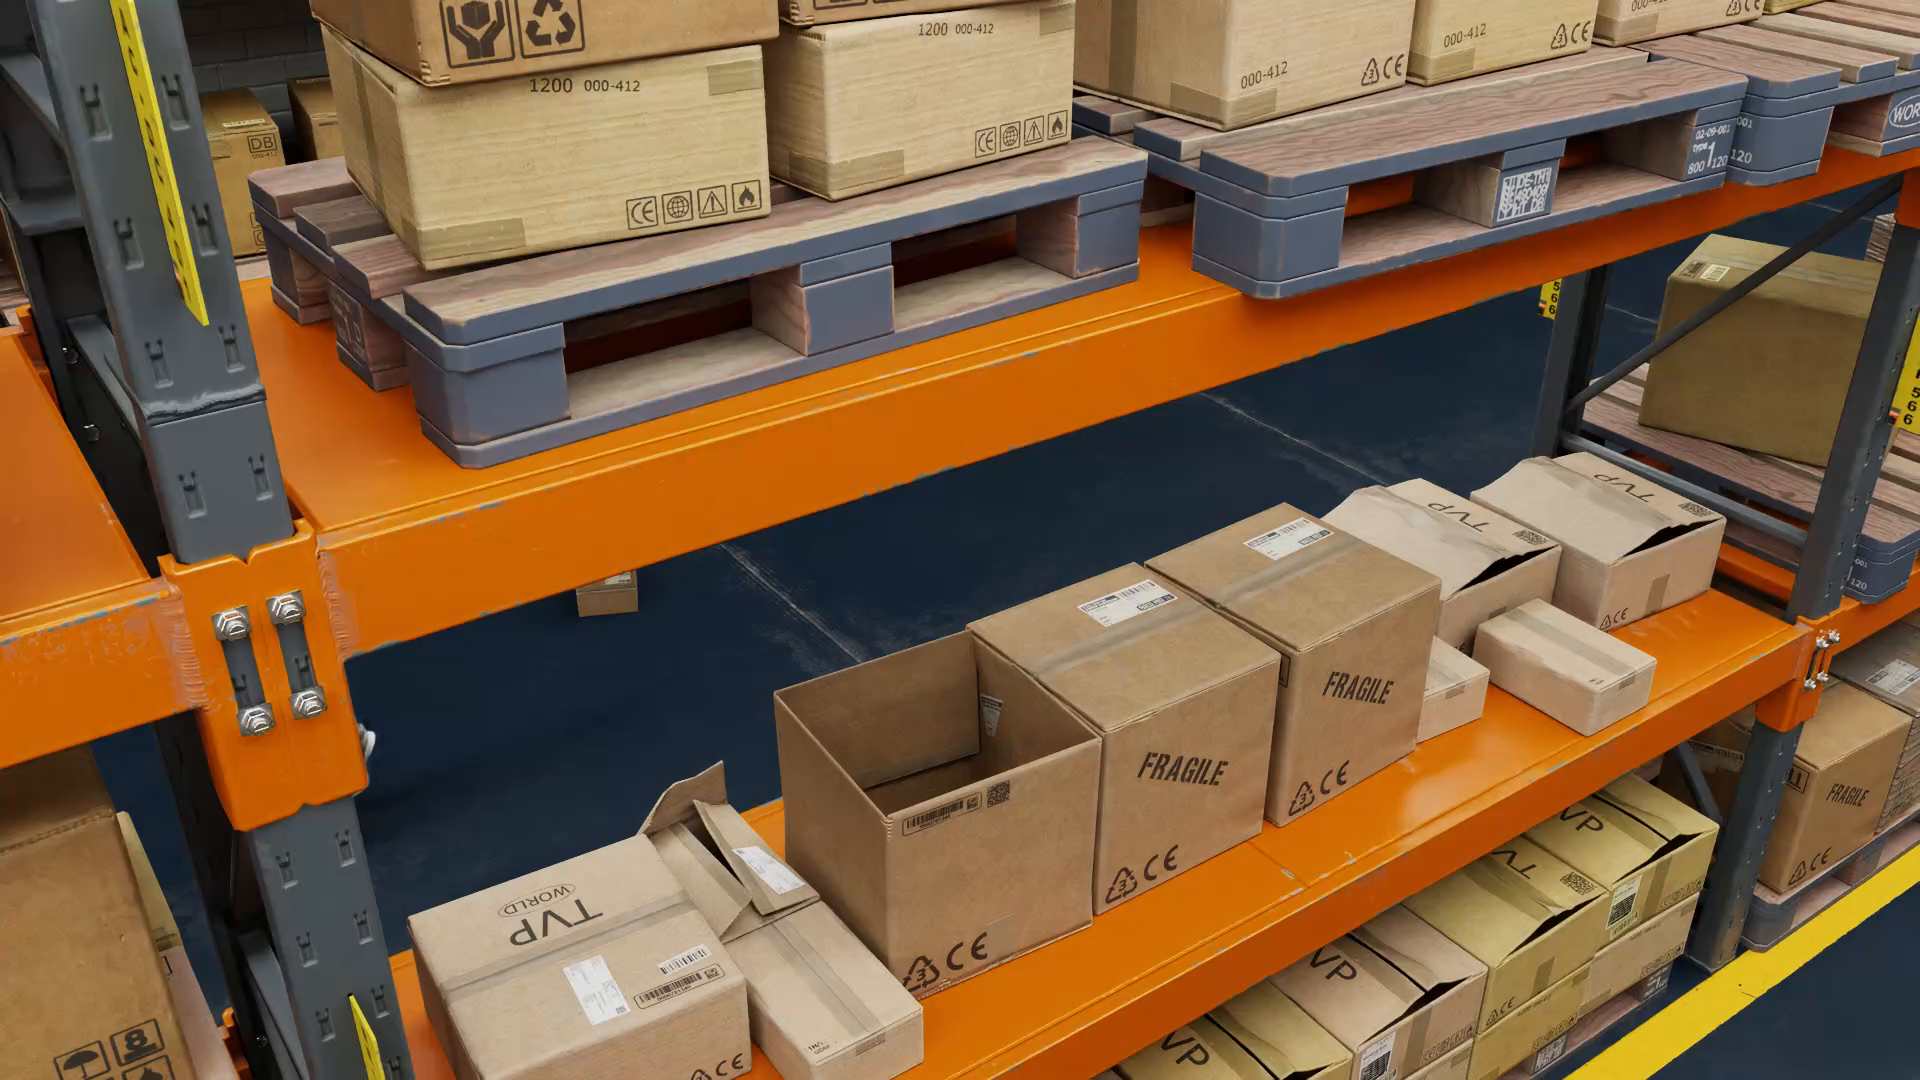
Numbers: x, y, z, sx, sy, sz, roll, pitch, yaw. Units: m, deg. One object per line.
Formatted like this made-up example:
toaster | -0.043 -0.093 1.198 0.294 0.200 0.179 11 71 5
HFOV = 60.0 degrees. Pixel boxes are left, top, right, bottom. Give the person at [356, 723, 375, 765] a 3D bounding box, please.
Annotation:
person | -2.276 0.405 5.391 0.439 1.557 0.729 24 37 37
